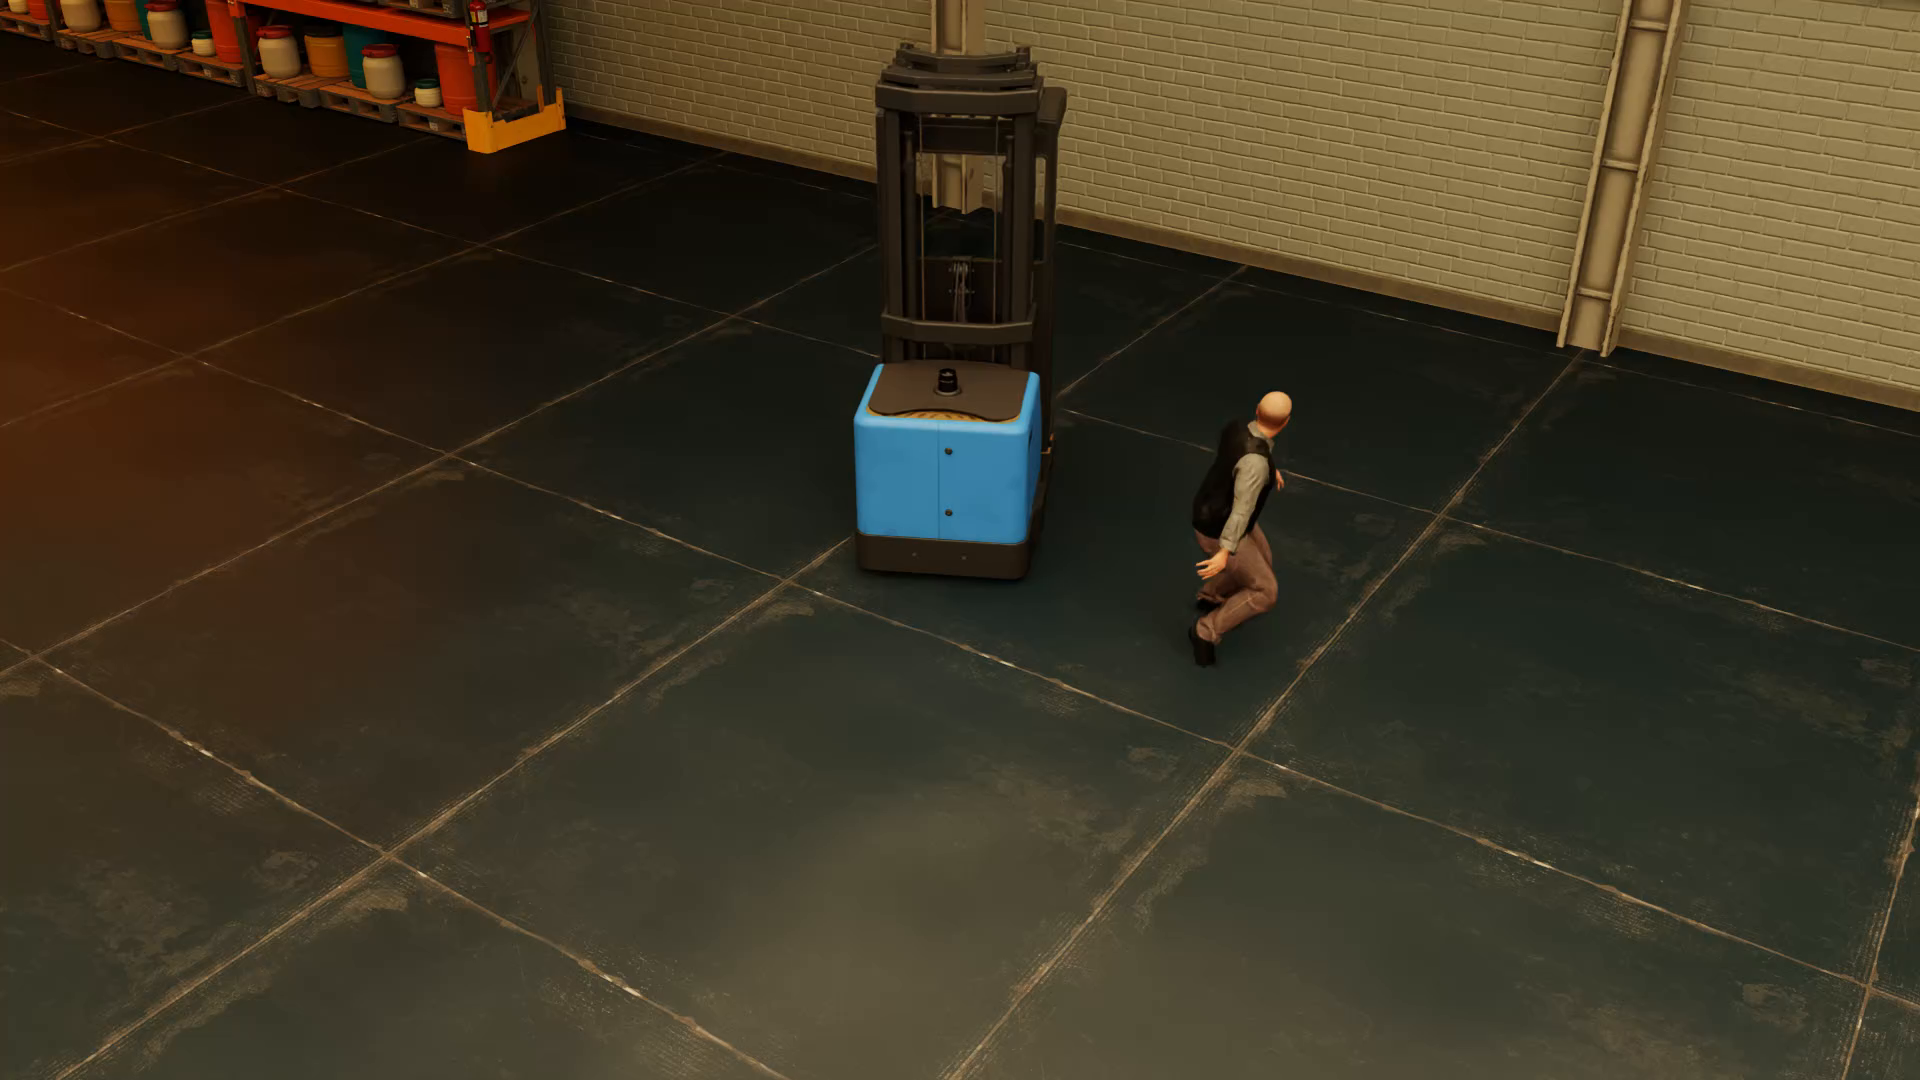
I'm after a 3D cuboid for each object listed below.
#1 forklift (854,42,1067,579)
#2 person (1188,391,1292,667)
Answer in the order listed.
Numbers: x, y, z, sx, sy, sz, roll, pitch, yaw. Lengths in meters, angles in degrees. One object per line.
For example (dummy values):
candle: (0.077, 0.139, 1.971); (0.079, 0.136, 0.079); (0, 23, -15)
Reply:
forklift: (0.074, -1.750, 10.596); (1.130, 2.935, 3.031); (4, 30, 6)
person: (1.519, -0.053, 9.119); (0.502, 1.607, 0.967); (5, 30, 8)
